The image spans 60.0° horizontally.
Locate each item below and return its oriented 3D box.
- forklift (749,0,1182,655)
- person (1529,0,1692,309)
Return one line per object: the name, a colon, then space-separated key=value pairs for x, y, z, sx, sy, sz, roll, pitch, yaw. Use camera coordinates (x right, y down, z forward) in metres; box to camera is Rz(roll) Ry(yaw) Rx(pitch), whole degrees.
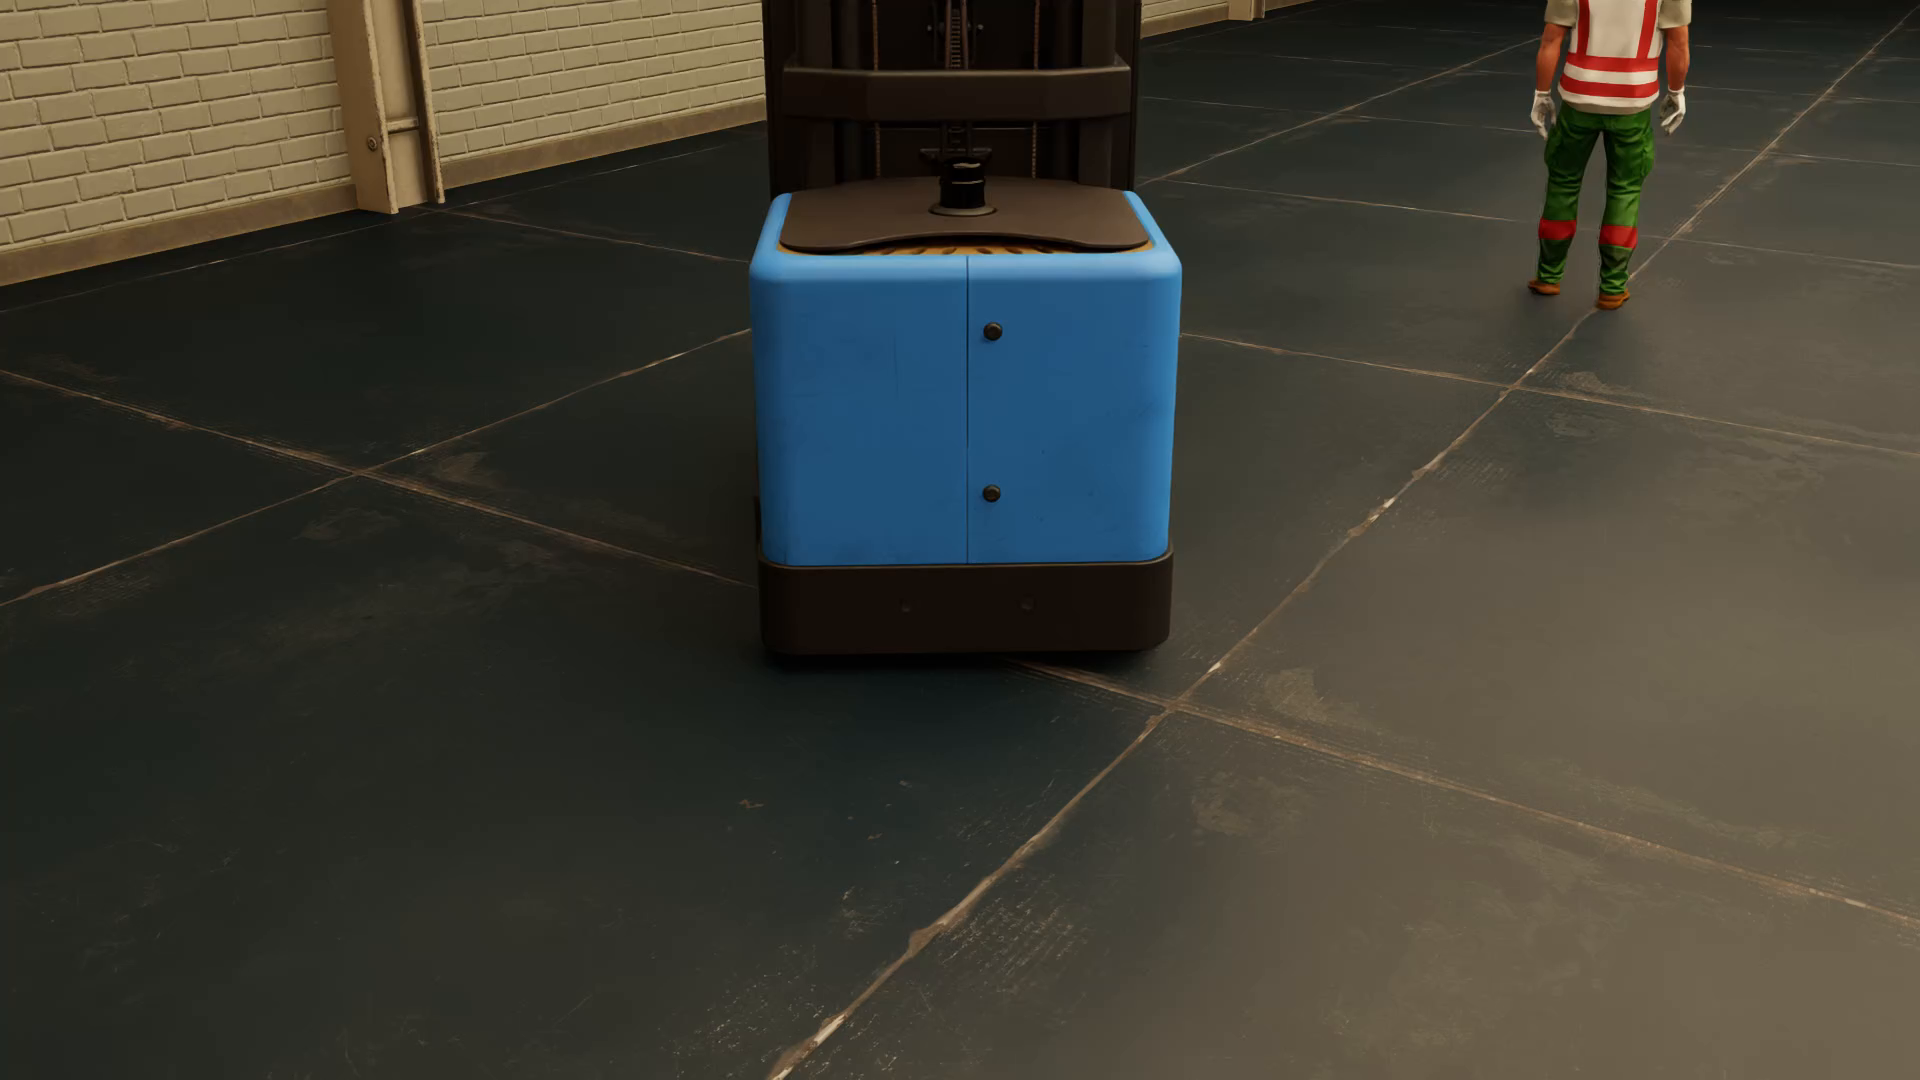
forklift: x=-0.032 y=-1.592 z=5.034 sx=1.130 sy=2.935 sz=3.031 roll=-1 pitch=23 yaw=-2
person: x=2.847 y=-1.921 z=7.296 sx=0.631 sy=1.811 sz=0.501 roll=10 pitch=25 yaw=22
